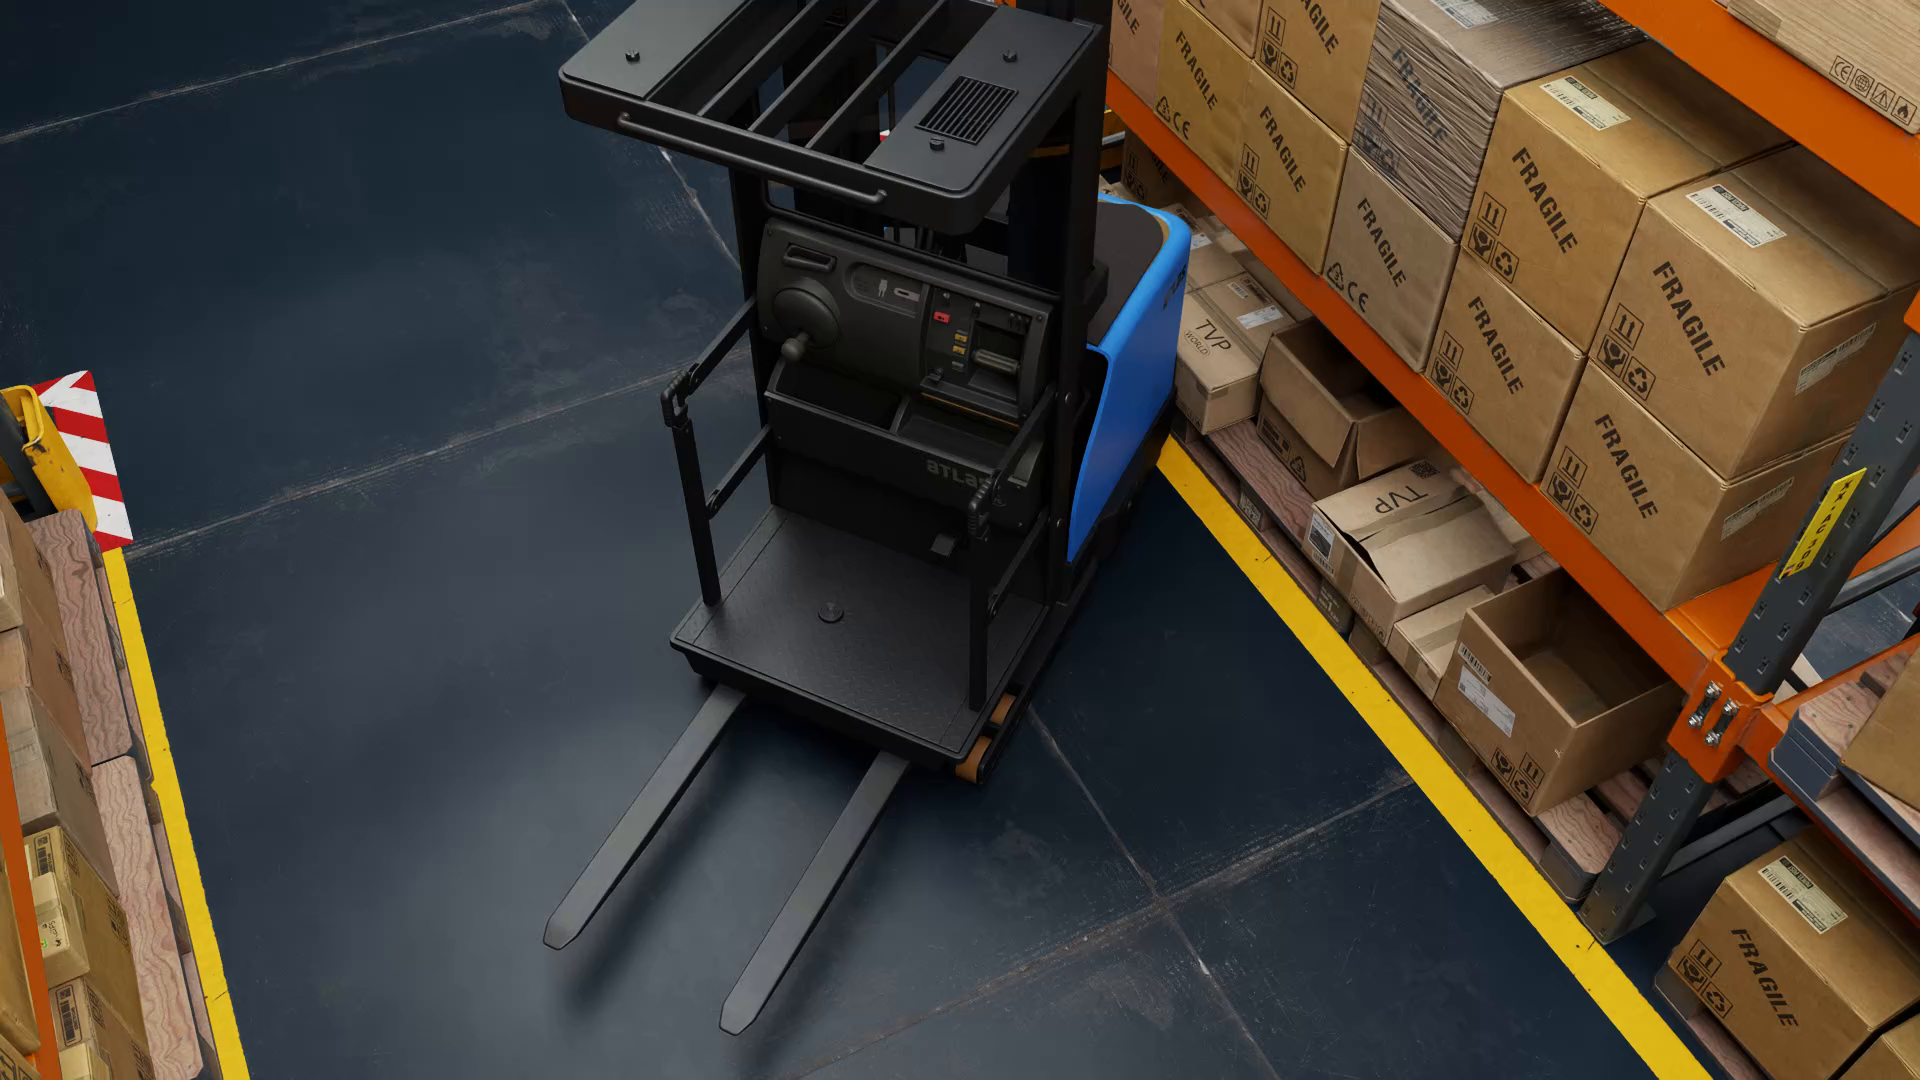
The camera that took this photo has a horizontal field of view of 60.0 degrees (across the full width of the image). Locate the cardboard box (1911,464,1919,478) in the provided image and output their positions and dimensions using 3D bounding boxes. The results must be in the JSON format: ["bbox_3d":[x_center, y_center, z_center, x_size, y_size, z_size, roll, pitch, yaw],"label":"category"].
[{"bbox_3d":[2.413,-0.408,4.548,0.500,0.500,0.500,-20,52,-17],"label":"cardboard box"}]

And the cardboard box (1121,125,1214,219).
[{"bbox_3d":[1.041,-1.660,7.078,0.500,0.500,0.500,-21,52,-18],"label":"cardboard box"}]

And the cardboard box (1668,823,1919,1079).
[{"bbox_3d":[2.408,1.146,4.624,0.500,0.500,0.500,-23,53,-19],"label":"cardboard box"}]

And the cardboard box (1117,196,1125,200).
[{"bbox_3d":[0.574,-1.263,6.952,0.380,0.166,0.250,-21,52,-18],"label":"cardboard box"}]

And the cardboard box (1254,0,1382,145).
[{"bbox_3d":[1.246,-1.568,4.898,0.500,0.500,0.500,-22,52,-18],"label":"cardboard box"}]

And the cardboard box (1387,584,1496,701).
[{"bbox_3d":[1.666,0.340,5.562,0.380,0.149,0.250,-21,52,-18],"label":"cardboard box"}]

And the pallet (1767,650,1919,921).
[{"bbox_3d":[2.672,0.695,3.777,1.003,0.211,1.213,-21,52,-18],"label":"pallet"}]

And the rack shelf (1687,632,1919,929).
[{"bbox_3d":[3.319,1.635,3.305,1.077,0.370,4.000,-21,52,-18],"label":"rack shelf"}]

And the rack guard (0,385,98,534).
[{"bbox_3d":[-3.841,-0.102,6.007,1.175,0.500,0.348,-21,52,-18],"label":"rack guard"}]

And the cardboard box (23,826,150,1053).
[{"bbox_3d":[-2.710,1.236,4.558,0.700,0.500,0.500,-20,52,-17],"label":"cardboard box"}]

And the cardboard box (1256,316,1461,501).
[{"bbox_3d":[1.539,-0.519,6.077,0.797,0.503,0.637,-21,52,-18],"label":"cardboard box"}]

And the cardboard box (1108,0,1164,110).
[{"bbox_3d":[0.783,-1.919,5.869,0.500,0.500,0.500,-22,52,-18],"label":"cardboard box"}]

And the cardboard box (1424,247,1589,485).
[{"bbox_3d":[1.710,-0.564,4.684,0.500,0.500,0.500,-20,52,-17],"label":"cardboard box"}]

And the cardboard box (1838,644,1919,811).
[{"bbox_3d":[2.421,0.283,3.665,0.500,0.500,0.700,35,58,27],"label":"cardboard box"}]

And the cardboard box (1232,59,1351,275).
[{"bbox_3d":[1.237,-1.247,5.281,0.500,0.500,0.500,-21,52,-17],"label":"cardboard box"}]

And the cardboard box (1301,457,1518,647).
[{"bbox_3d":[1.547,0.015,5.738,0.500,0.311,0.500,-21,52,-18],"label":"cardboard box"}]

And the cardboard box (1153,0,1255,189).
[{"bbox_3d":[1.010,-1.582,5.574,0.500,0.500,0.500,-21,52,-18],"label":"cardboard box"}]

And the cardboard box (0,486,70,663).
[{"bbox_3d":[-3.420,0.210,5.455,0.700,0.500,0.500,-21,52,-18],"label":"cardboard box"}]

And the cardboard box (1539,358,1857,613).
[{"bbox_3d":[1.947,-0.219,4.383,0.500,0.500,0.500,-20,52,-17],"label":"cardboard box"}]

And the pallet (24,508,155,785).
[{"bbox_3d":[-3.394,0.518,5.657,1.003,0.211,1.213,-21,52,-18],"label":"pallet"}]

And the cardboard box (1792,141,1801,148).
[{"bbox_3d":[2.202,-1.060,4.453,0.500,0.500,0.500,-23,53,-19],"label":"cardboard box"}]

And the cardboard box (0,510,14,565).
[{"bbox_3d":[-3.200,0.020,5.191,0.380,0.149,0.250,-22,52,-18],"label":"cardboard box"}]

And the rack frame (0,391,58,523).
[{"bbox_3d":[-3.830,-0.909,5.052,1.000,3.000,0.127,-21,52,-18],"label":"rack frame"}]

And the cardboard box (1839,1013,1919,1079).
[{"bbox_3d":[2.662,1.499,4.315,0.500,0.500,0.500,-20,52,-17],"label":"cardboard box"}]

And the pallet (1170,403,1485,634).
[{"bbox_3d":[1.528,-0.300,6.372,1.003,0.211,1.213,-21,52,-18],"label":"pallet"}]

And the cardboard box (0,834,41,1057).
[{"bbox_3d":[-2.562,0.811,3.349,0.980,0.700,0.700,-22,53,-18],"label":"cardboard box"}]

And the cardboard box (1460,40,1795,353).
[{"bbox_3d":[1.705,-0.894,4.308,0.500,0.500,0.500,-22,52,-18],"label":"cardboard box"}]

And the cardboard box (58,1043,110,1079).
[{"bbox_3d":[-2.245,1.412,3.973,0.380,0.149,0.250,-20,52,-16],"label":"cardboard box"}]

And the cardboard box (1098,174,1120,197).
[{"bbox_3d":[0.459,-1.425,7.105,0.380,0.149,0.250,-21,52,-18],"label":"cardboard box"}]

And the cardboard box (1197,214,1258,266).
[{"bbox_3d":[1.146,-1.248,6.939,0.380,0.166,0.250,-21,52,-18],"label":"cardboard box"}]

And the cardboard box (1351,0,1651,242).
[{"bbox_3d":[1.475,-1.231,4.603,0.500,0.500,0.500,-21,52,-17],"label":"cardboard box"}]

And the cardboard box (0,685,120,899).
[{"bbox_3d":[-2.961,0.881,4.868,0.700,0.500,0.500,-23,53,-19],"label":"cardboard box"}]

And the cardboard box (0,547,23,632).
[{"bbox_3d":[-3.082,0.191,5.041,0.380,0.149,0.250,-20,52,-17],"label":"cardboard box"}]

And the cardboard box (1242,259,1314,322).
[{"bbox_3d":[1.449,-0.932,6.607,0.500,0.250,0.500,-21,52,-18],"label":"cardboard box"}]

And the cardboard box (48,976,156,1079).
[{"bbox_3d":[-2.477,1.580,4.257,0.700,0.500,0.500,-22,52,-18],"label":"cardboard box"}]

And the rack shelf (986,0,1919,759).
[{"bbox_3d":[1.488,-1.042,5.646,1.077,0.370,4.000,-21,52,-18],"label":"rack shelf"}]

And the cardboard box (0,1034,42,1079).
[{"bbox_3d":[-2.233,1.301,2.920,0.980,0.700,0.700,-20,52,-17],"label":"cardboard box"}]

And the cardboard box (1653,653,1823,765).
[{"bbox_3d":[2.404,0.445,5.362,0.500,0.311,0.500,-21,52,-18],"label":"cardboard box"}]

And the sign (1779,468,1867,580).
[{"bbox_3d":[1.925,-0.033,3.711,0.100,0.325,0.005,-21,52,-18],"label":"sign"}]

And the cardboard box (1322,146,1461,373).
[{"bbox_3d":[1.472,-0.907,4.984,0.500,0.500,0.500,-20,52,-17],"label":"cardboard box"}]

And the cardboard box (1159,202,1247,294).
[{"bbox_3d":[0.799,-1.061,6.719,0.500,0.250,0.500,-21,52,-18],"label":"cardboard box"}]

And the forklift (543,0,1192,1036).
[{"bbox_3d":[-0.273,-0.543,4.778,1.130,2.935,3.031,20,52,17],"label":"forklift"}]

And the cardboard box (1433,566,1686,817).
[{"bbox_3d":[1.891,0.454,5.228,0.500,0.500,0.500,-21,52,-18],"label":"cardboard box"}]

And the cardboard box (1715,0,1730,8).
[{"bbox_3d":[1.725,-1.450,3.633,0.500,0.250,0.500,-21,52,-18],"label":"cardboard box"}]

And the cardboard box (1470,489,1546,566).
[{"bbox_3d":[1.999,-0.083,5.920,0.380,0.166,0.250,-21,52,-18],"label":"cardboard box"}]

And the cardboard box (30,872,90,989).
[{"bbox_3d":[-2.484,1.063,4.279,0.380,0.149,0.250,-23,53,-19],"label":"cardboard box"}]

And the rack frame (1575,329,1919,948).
[{"bbox_3d":[2.404,0.060,4.205,1.000,3.000,0.127,-21,52,-18],"label":"rack frame"}]

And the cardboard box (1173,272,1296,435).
[{"bbox_3d":[1.027,-0.726,6.427,0.500,0.250,0.500,-21,52,-18],"label":"cardboard box"}]

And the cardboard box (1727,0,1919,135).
[{"bbox_3d":[1.945,-1.112,3.337,0.500,0.250,0.500,-21,52,-18],"label":"cardboard box"}]

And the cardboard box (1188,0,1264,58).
[{"bbox_3d":[1.012,-1.908,5.195,0.500,0.500,0.500,-21,52,-17],"label":"cardboard box"}]

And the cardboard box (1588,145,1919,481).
[{"bbox_3d":[1.942,-0.552,4.009,0.500,0.500,0.500,-21,52,-17],"label":"cardboard box"}]

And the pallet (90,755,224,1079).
[{"bbox_3d":[-2.840,1.333,4.944,1.003,0.211,1.213,-21,52,-18],"label":"pallet"}]

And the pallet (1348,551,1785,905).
[{"bbox_3d":[2.090,0.518,5.657,1.003,0.211,1.213,-21,52,-18],"label":"pallet"}]

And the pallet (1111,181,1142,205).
[{"bbox_3d":[0.974,-1.115,7.085,1.003,0.211,1.213,-21,52,-18],"label":"pallet"}]

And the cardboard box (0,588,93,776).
[{"bbox_3d":[-3.191,0.545,5.162,0.700,0.500,0.500,-21,52,-18],"label":"cardboard box"}]

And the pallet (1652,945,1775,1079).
[{"bbox_3d":[2.809,1.509,4.790,1.003,0.211,1.213,-21,52,-18],"label":"pallet"}]

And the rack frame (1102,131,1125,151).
[{"bbox_3d":[0.573,-2.617,6.546,1.000,3.000,0.127,-21,52,-18],"label":"rack frame"}]

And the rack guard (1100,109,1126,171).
[{"bbox_3d":[0.608,-1.744,7.443,1.175,0.500,0.348,-21,52,-18],"label":"rack guard"}]
